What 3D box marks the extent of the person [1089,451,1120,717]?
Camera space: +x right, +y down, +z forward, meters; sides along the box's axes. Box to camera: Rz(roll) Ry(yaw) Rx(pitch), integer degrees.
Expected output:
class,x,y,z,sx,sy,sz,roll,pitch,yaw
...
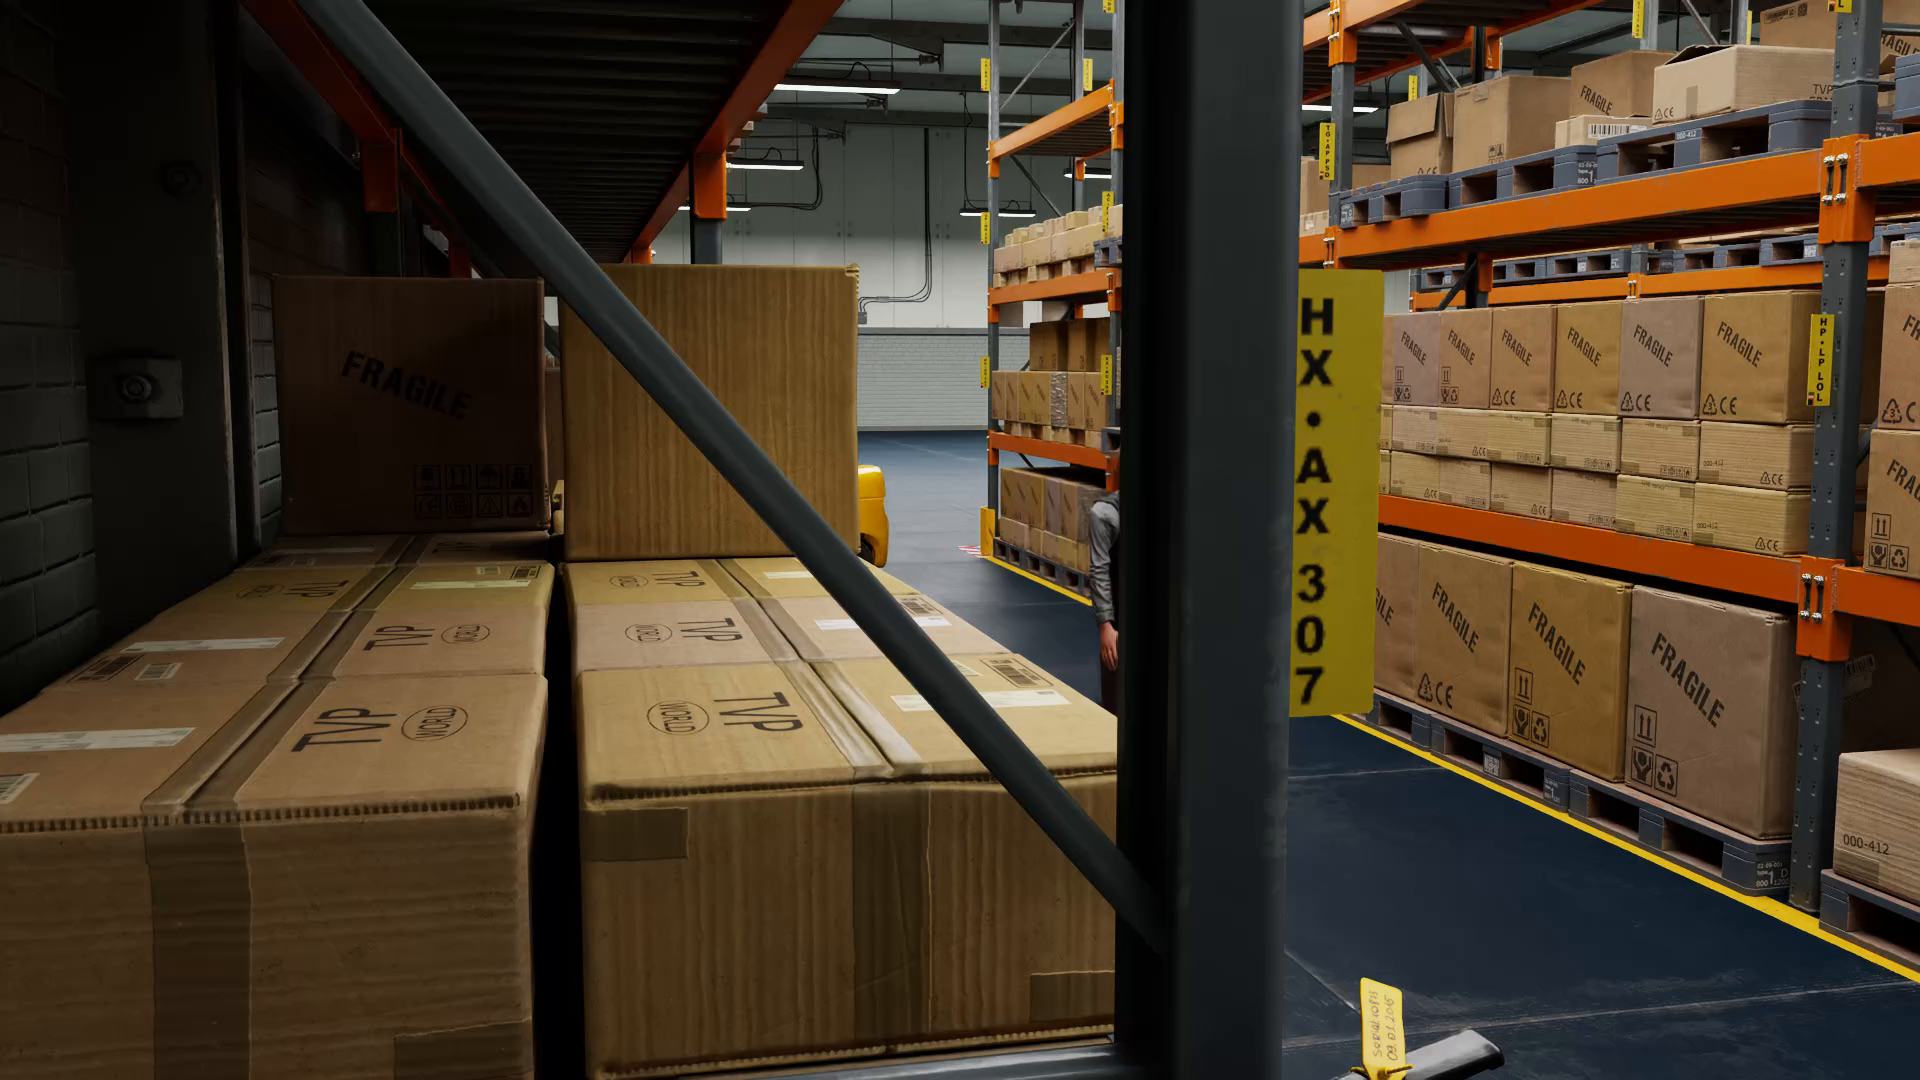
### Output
class,x,y,z,sx,sy,sz,roll,pitch,yaw
person,0.801,0.394,7.334,0.525,1.688,0.861,-2,6,-20
